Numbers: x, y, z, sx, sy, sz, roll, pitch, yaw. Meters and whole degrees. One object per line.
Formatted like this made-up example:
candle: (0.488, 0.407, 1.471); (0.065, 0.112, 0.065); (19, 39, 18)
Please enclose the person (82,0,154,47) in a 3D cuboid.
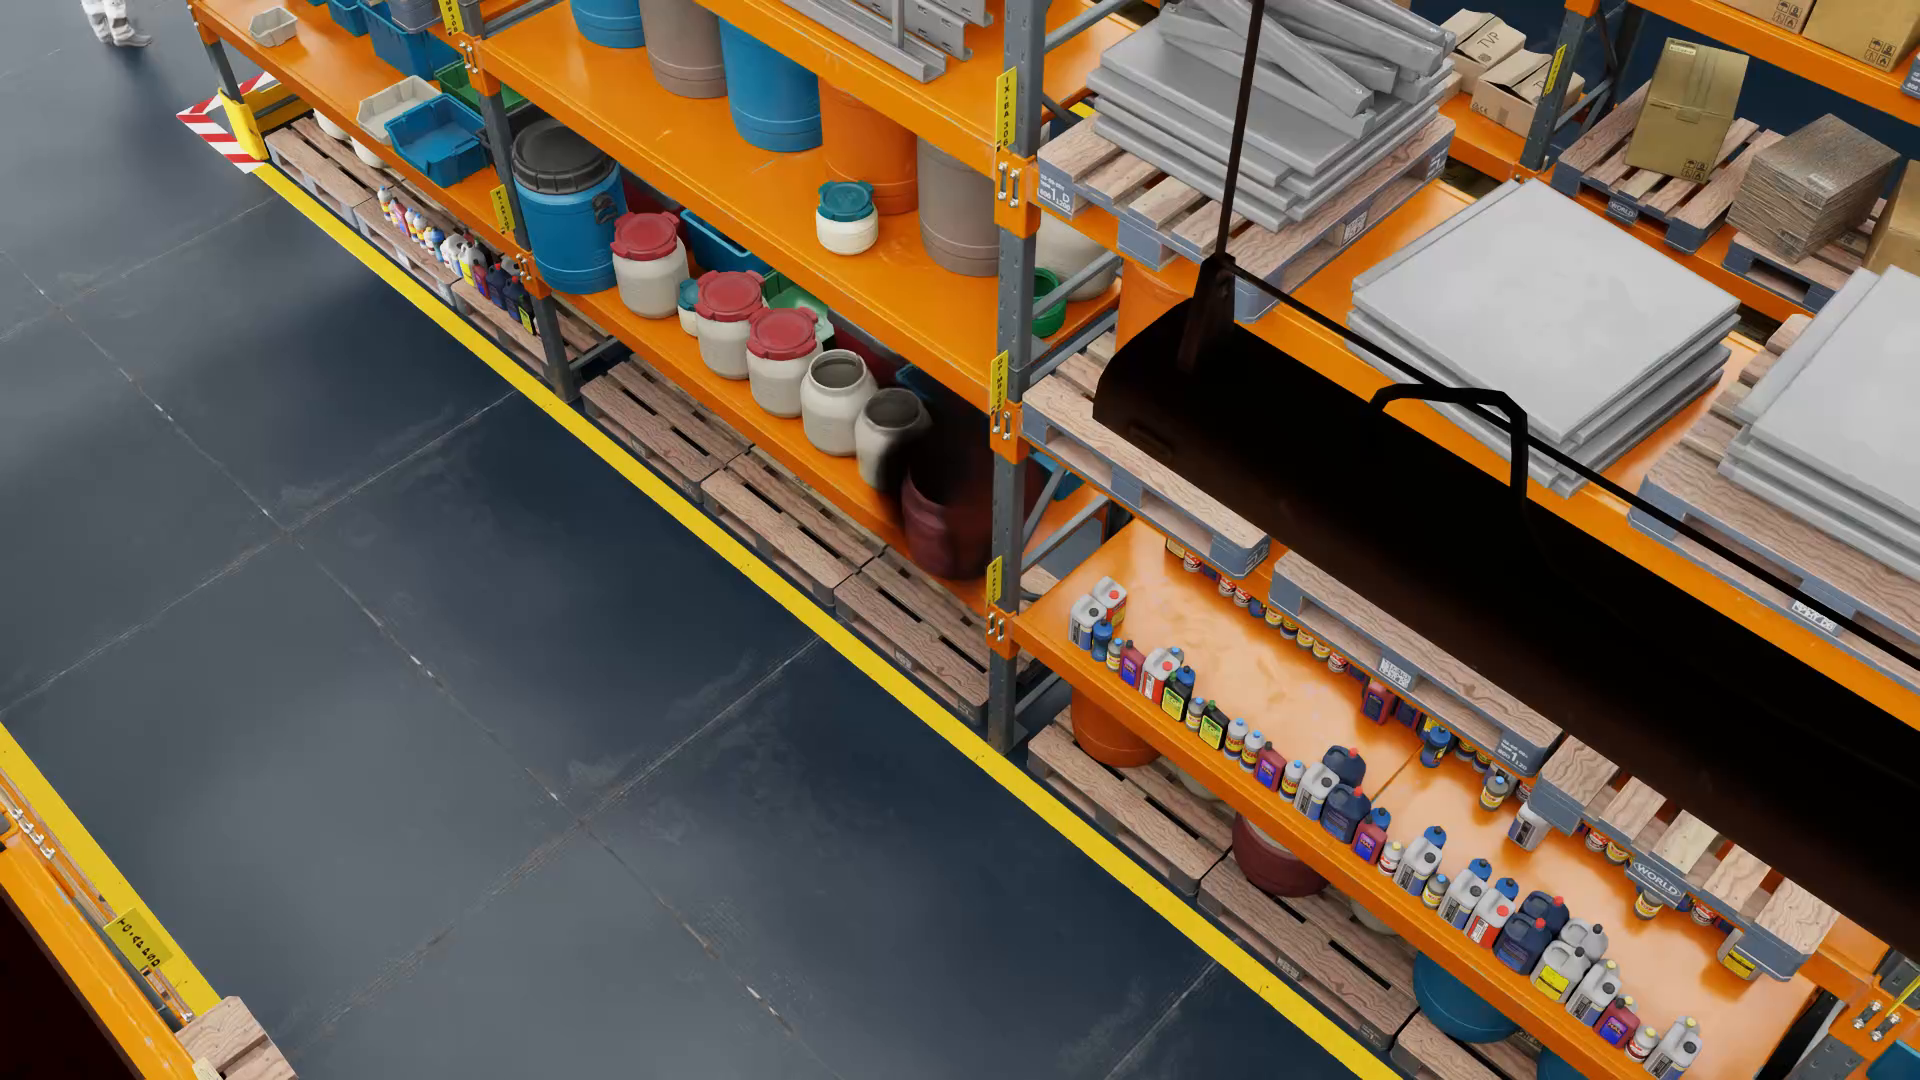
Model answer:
person: (-6.979, -4.778, 13.230); (0.676, 1.820, 0.353); (21, 53, 17)
